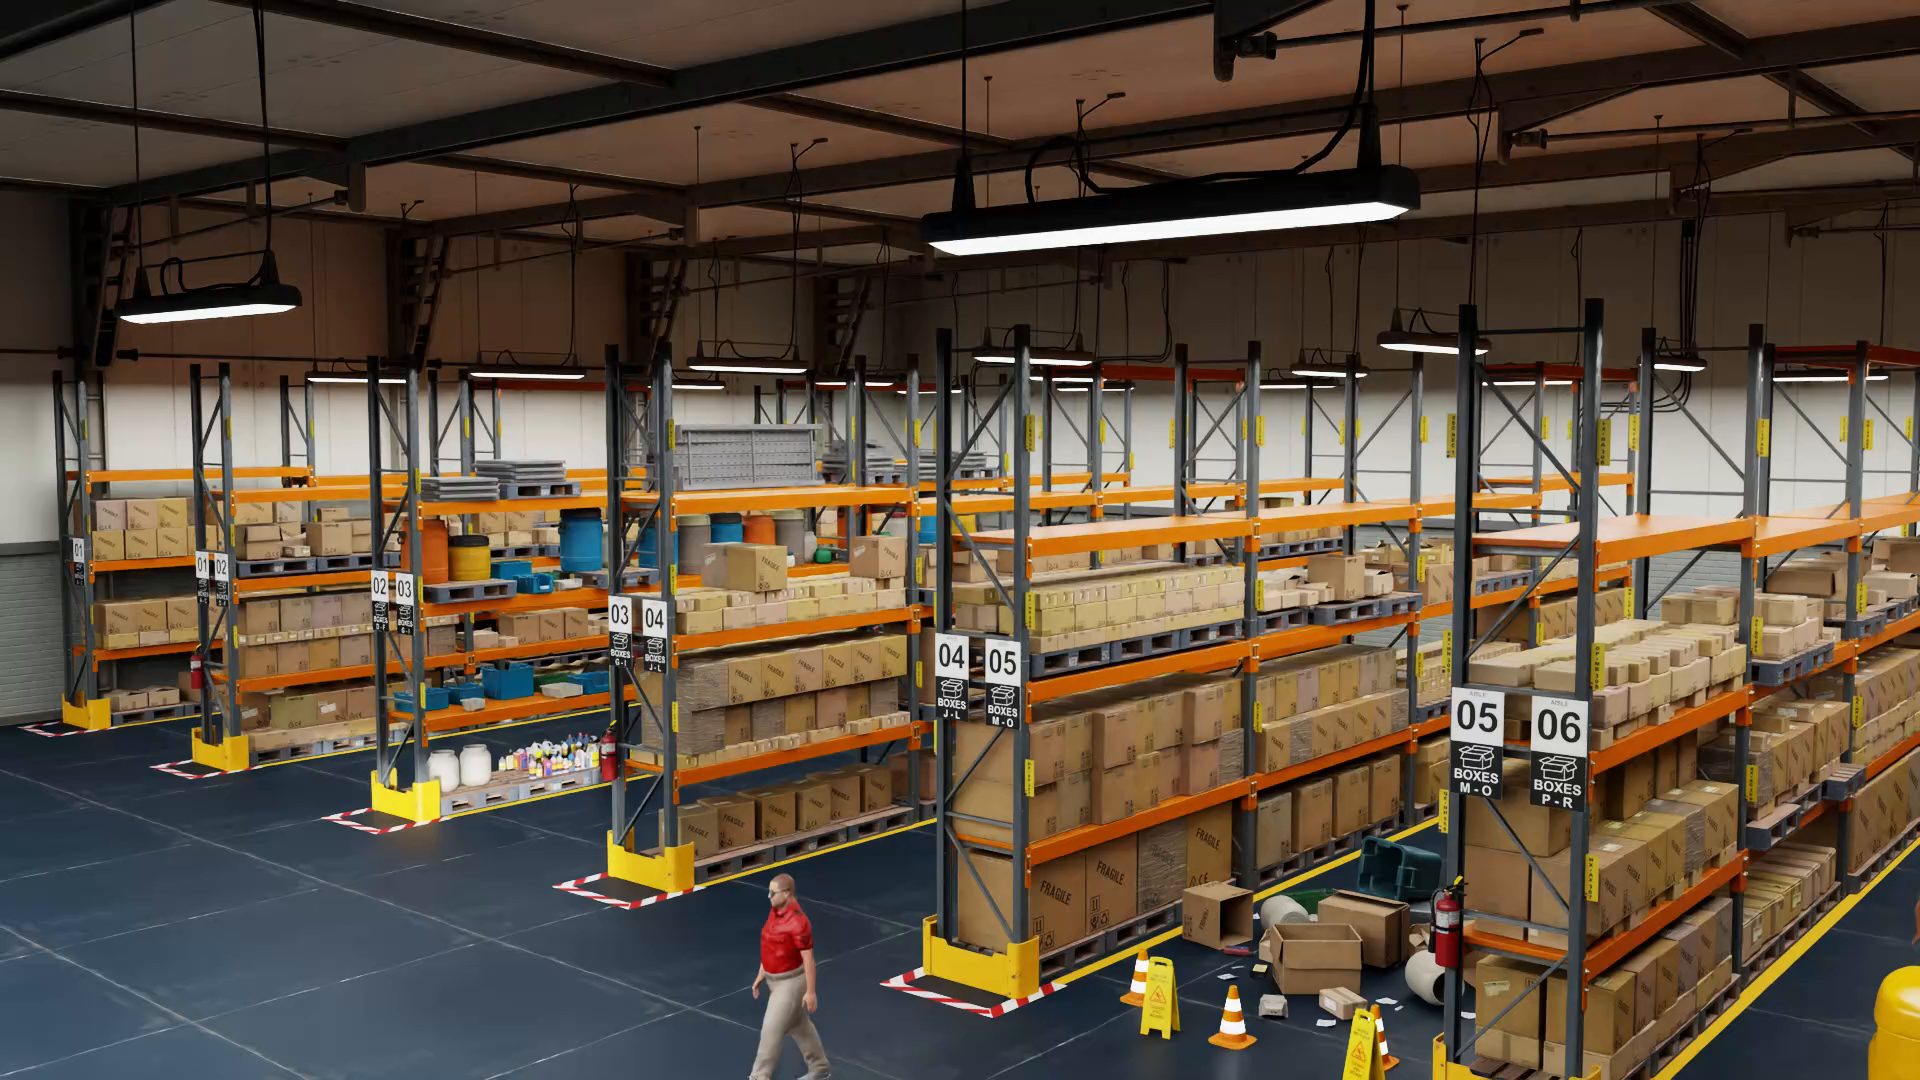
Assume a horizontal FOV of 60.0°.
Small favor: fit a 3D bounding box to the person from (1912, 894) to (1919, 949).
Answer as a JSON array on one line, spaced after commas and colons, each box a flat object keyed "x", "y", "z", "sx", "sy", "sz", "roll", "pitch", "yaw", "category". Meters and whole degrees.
[{"x": 8.255, "y": 3.391, "z": 13.866, "sx": 0.522, "sy": 1.560, "sz": 0.704, "roll": 4, "pitch": 5, "yaw": 41, "category": "person"}]

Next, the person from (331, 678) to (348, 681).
[{"x": -10.404, "y": 2.373, "z": 28.090, "sx": 0.580, "sy": 1.548, "sz": 0.716, "roll": 4, "pitch": 5, "yaw": 41, "category": "person"}]

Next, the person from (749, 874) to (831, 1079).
[{"x": -1.402, "y": 3.384, "z": 12.636, "sx": 0.925, "sy": 1.686, "sz": 0.596, "roll": -2, "pitch": 4, "yaw": -23, "category": "person"}]
